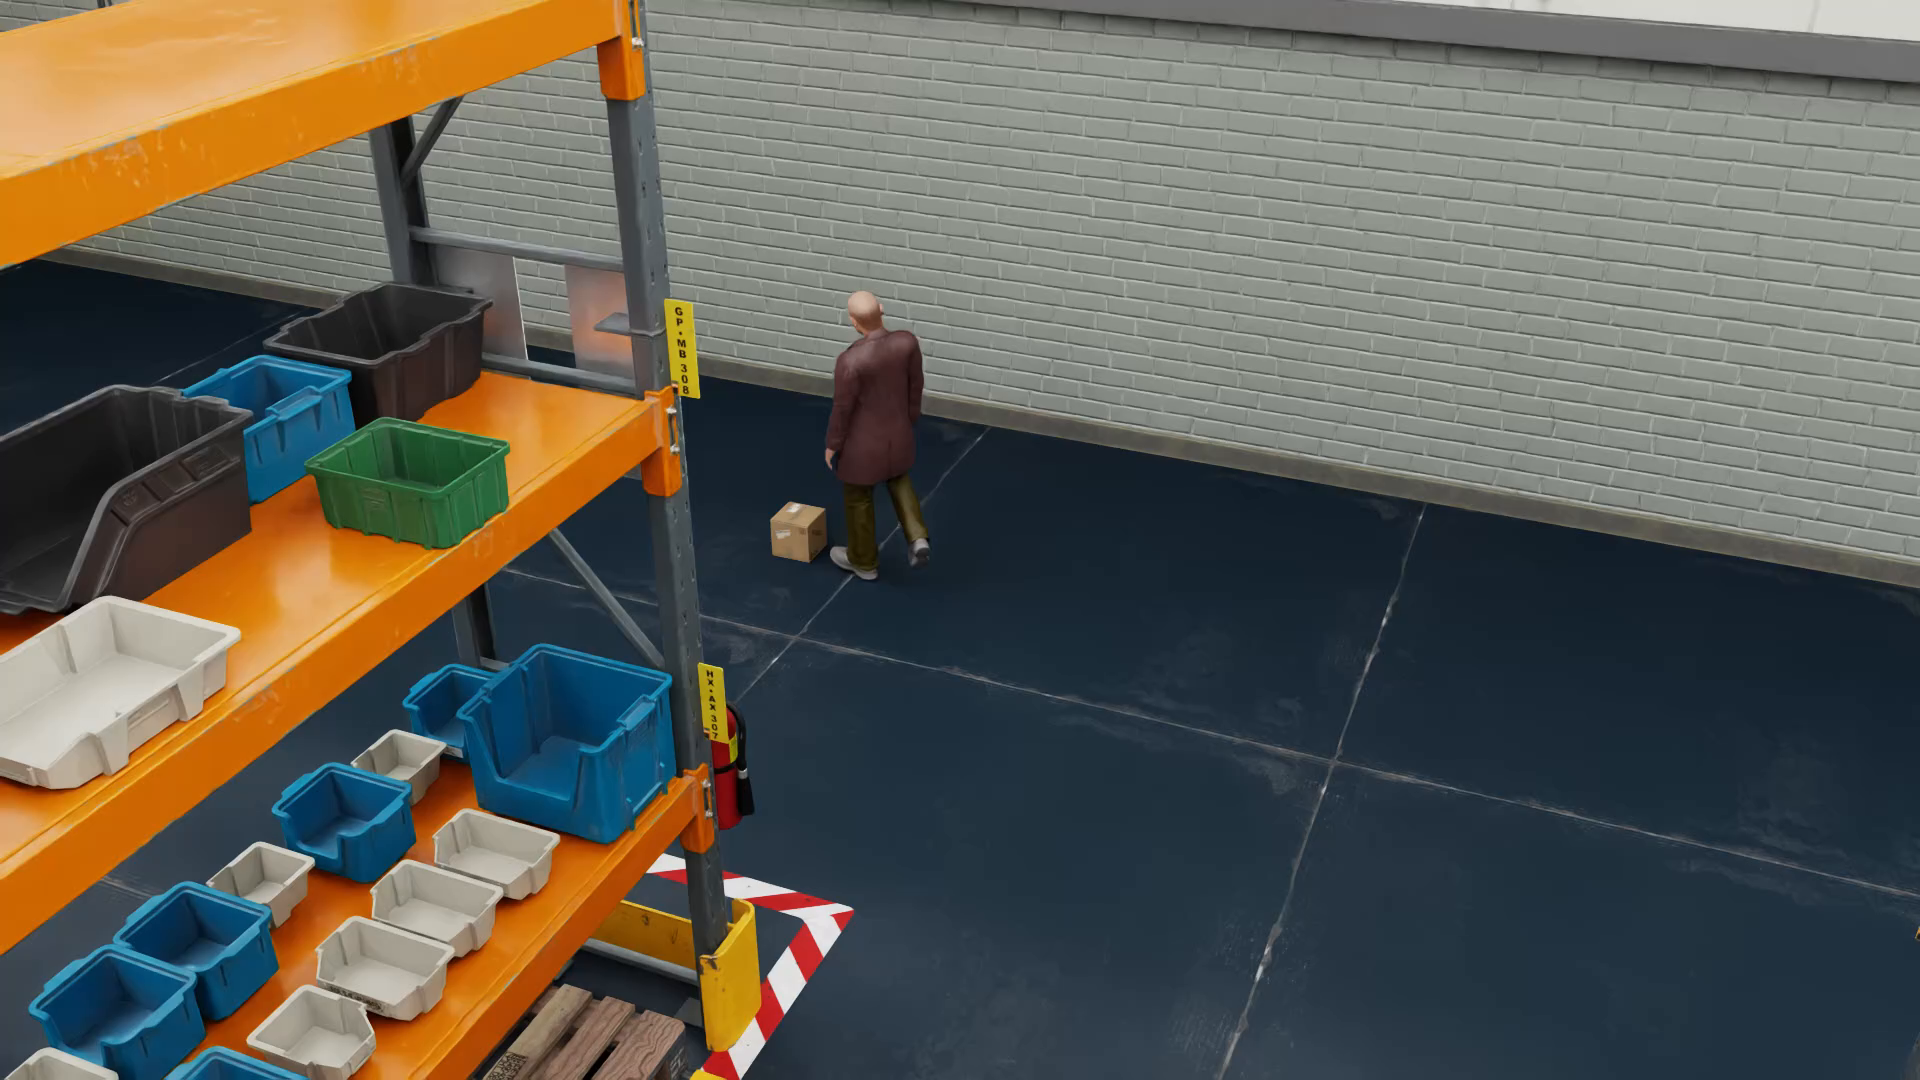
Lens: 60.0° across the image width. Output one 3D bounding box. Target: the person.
[{"bbox_3d":[-0.467,-0.574,9.410,0.611,1.771,0.658,-20,35,-31],"label":"person"}]
